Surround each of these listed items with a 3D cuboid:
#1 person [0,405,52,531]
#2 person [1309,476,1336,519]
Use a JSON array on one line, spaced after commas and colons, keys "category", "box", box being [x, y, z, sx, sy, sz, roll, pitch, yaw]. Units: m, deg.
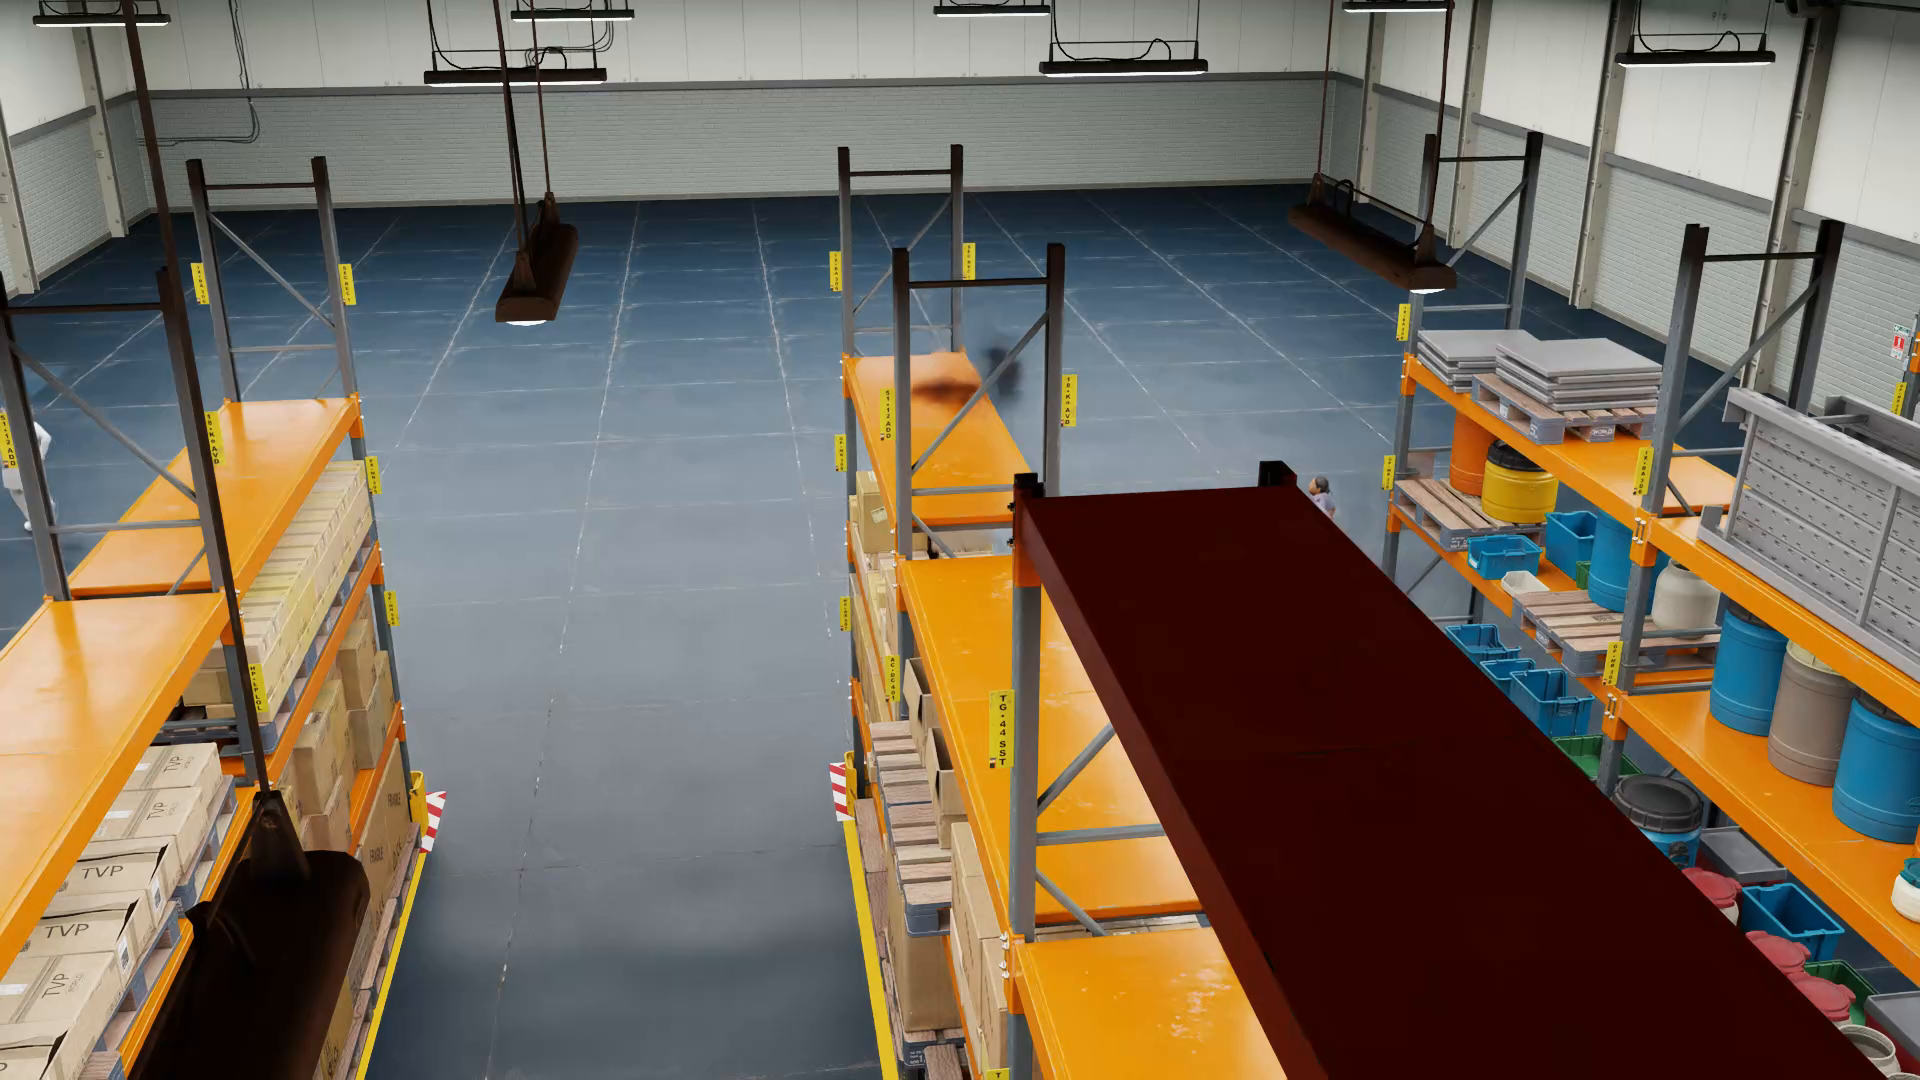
[{"category": "person", "box": [-12.286, -0.963, 21.725, 0.628, 1.732, 0.704, 13, 25, 29]}, {"category": "person", "box": [4.085, -0.003, 19.473, 0.558, 1.585, 0.587, 5, 22, 12]}]
